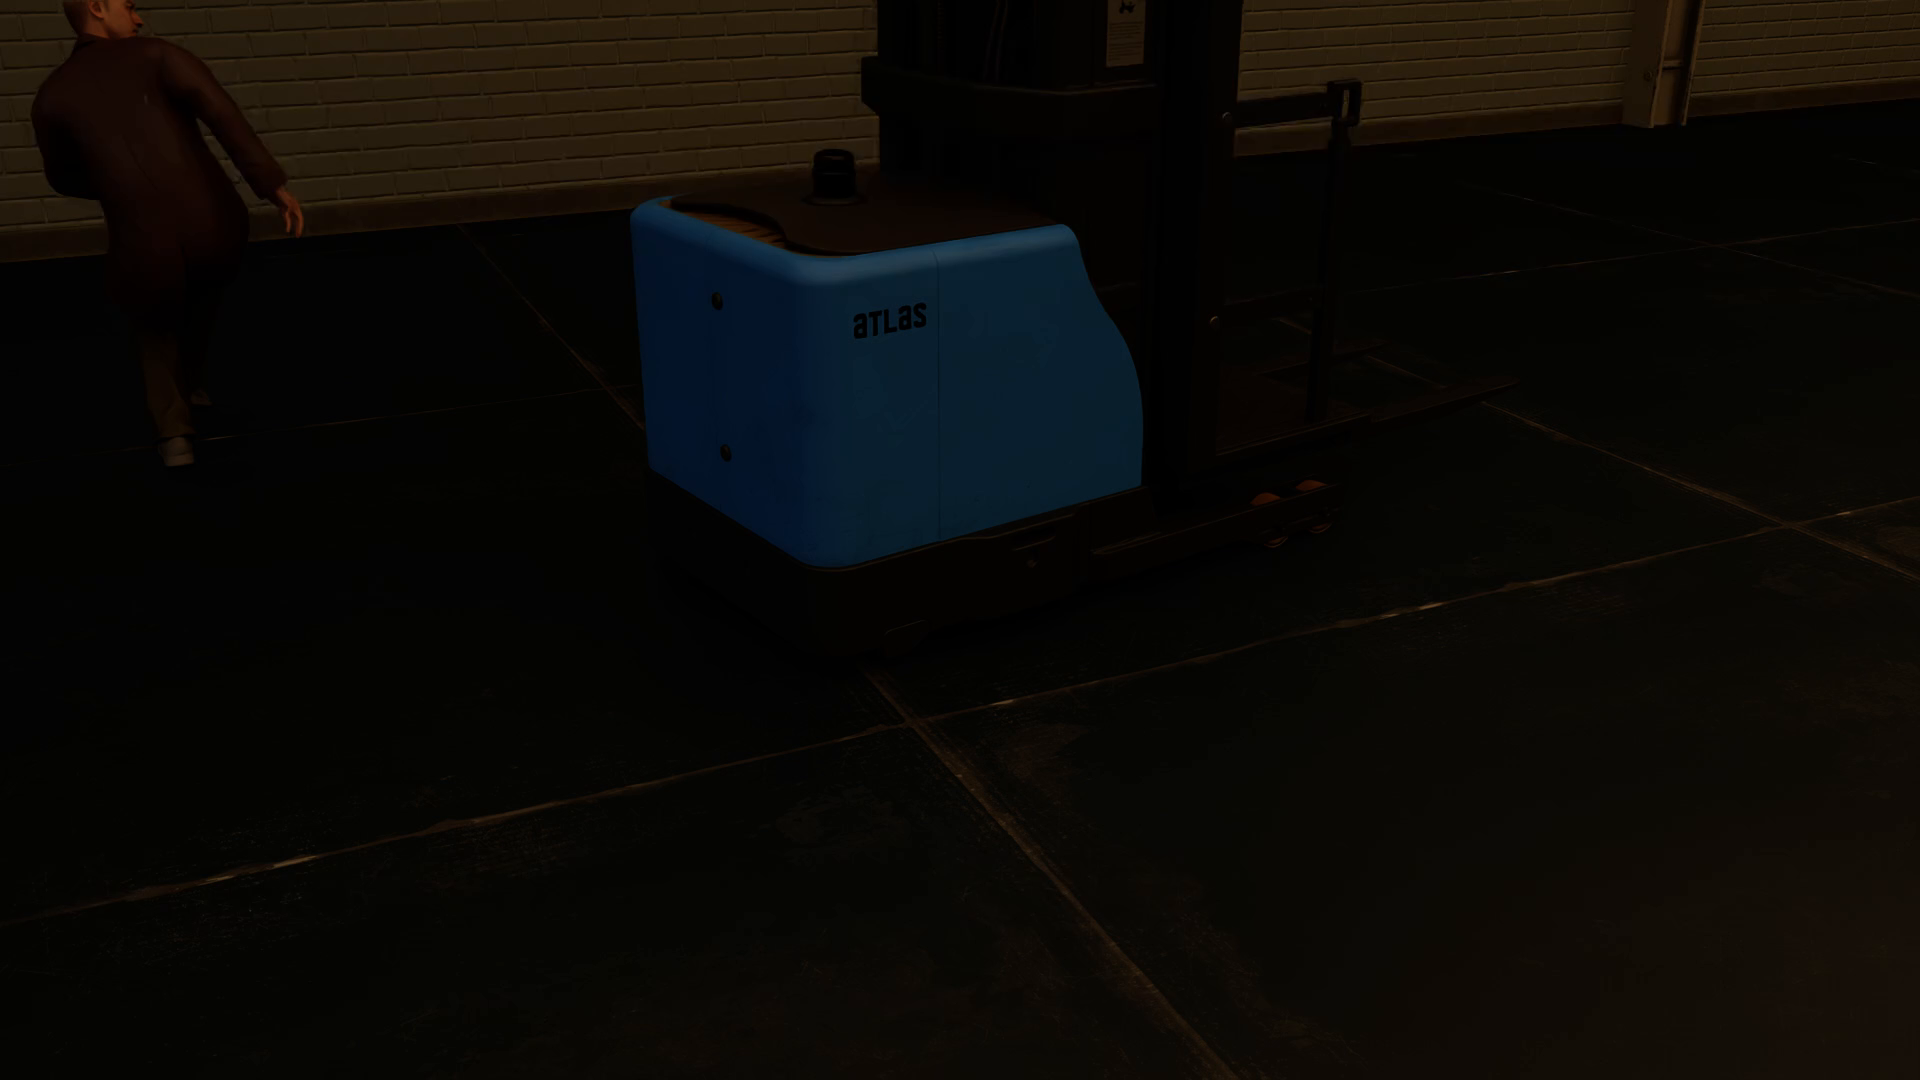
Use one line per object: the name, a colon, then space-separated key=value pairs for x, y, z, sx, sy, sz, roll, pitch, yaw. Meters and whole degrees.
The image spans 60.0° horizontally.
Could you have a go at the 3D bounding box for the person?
person: x=-2.688 y=-1.116 z=5.751 sx=0.804 sy=1.599 sz=0.818 roll=-8 pitch=24 yaw=-18

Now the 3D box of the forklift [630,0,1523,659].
forklift: x=0.574 y=-1.477 z=4.842 sx=3.031 sy=2.935 sz=1.130 roll=-16 pitch=27 yaw=-33
